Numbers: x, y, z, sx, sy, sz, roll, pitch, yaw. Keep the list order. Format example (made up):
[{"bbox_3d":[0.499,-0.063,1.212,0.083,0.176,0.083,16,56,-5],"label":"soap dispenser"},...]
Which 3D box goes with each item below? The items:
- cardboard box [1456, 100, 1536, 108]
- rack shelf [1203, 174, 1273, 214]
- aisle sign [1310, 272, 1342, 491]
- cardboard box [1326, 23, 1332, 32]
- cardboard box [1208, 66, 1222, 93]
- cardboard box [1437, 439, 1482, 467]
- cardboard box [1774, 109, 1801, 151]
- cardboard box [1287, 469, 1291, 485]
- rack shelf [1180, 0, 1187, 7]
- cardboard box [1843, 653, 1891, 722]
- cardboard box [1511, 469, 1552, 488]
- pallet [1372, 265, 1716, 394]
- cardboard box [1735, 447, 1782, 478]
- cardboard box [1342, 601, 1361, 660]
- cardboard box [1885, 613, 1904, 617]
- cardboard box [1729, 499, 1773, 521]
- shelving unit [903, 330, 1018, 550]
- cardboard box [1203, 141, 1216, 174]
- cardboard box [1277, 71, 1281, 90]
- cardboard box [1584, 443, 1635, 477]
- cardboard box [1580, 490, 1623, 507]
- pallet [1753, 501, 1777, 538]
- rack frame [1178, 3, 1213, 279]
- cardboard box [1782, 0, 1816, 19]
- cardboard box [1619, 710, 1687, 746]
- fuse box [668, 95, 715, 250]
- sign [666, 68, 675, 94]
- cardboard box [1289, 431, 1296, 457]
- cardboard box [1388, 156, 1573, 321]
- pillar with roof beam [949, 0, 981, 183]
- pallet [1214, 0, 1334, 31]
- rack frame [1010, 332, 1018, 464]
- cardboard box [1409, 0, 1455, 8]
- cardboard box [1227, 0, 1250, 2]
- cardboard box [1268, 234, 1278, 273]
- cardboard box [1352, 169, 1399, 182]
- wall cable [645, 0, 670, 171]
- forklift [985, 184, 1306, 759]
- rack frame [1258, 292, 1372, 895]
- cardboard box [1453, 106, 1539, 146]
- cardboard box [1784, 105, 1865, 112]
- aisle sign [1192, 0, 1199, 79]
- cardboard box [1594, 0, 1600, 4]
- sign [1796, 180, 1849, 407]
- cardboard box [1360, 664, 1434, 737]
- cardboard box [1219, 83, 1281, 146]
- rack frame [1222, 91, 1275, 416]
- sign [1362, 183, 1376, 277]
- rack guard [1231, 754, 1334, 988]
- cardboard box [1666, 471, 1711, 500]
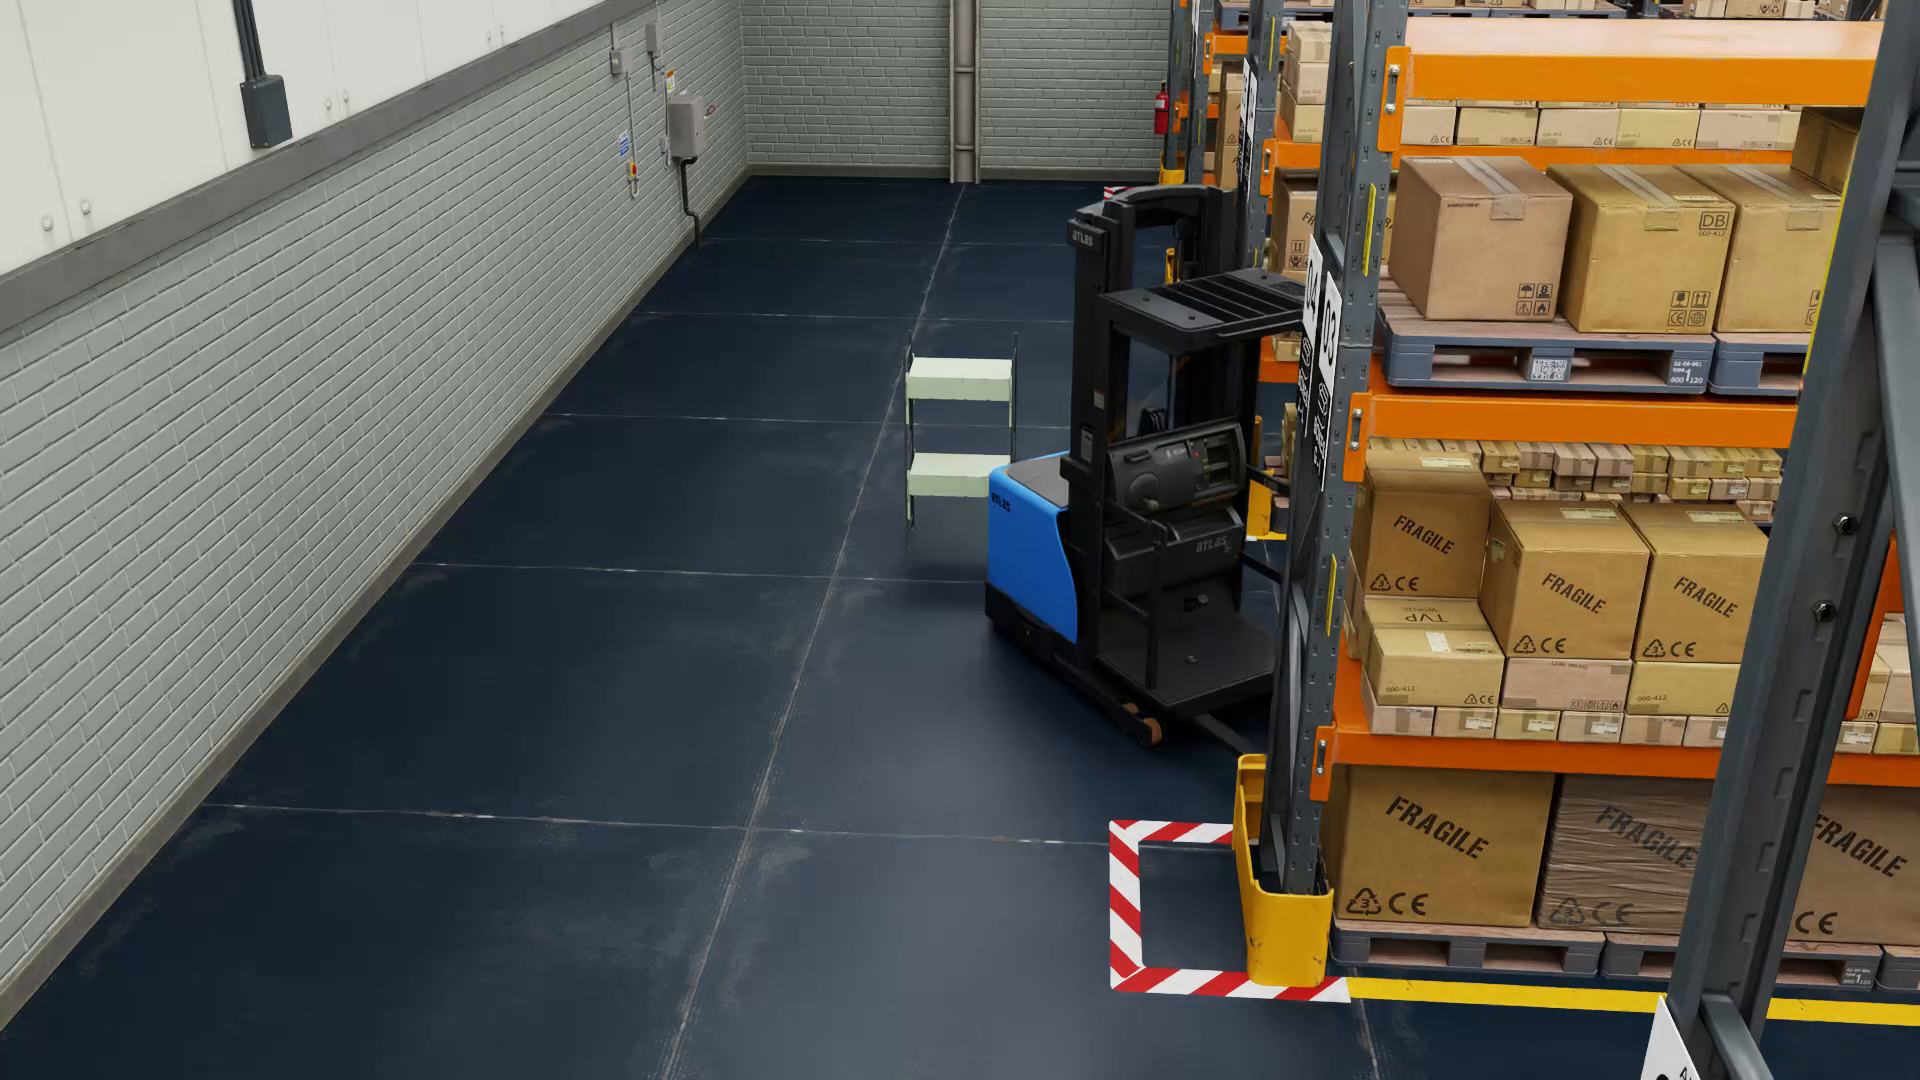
[{"bbox_3d":[3.476,-3.003,10.892,0.500,0.250,0.500,2,25,5],"label":"cardboard box"},{"bbox_3d":[4.307,-3.317,16.441,4.000,0.370,1.077,2,25,4],"label":"rack shelf"},{"bbox_3d":[1.459,-0.635,6.644,0.004,0.787,0.394,2,25,4],"label":"aisle sign"},{"bbox_3d":[2.629,-3.416,11.312,0.250,0.149,0.380,2,25,5],"label":"cardboard box"},{"bbox_3d":[3.121,-5.716,20.620,0.500,0.250,0.500,2,25,4],"label":"cardboard box"},{"bbox_3d":[3.586,-0.642,11.965,0.250,0.149,0.380,3,25,6],"label":"cardboard box"},{"bbox_3d":[5.513,-2.711,10.855,0.500,0.250,0.500,2,25,5],"label":"cardboard box"},{"bbox_3d":[2.533,-0.387,12.121,0.250,0.149,0.380,2,25,5],"label":"cardboard box"},{"bbox_3d":[4.683,-6.748,20.310,4.000,0.370,1.077,2,25,4],"label":"rack shelf"},{"bbox_3d":[3.552,0.530,7.045,0.500,0.250,0.500,1,25,3],"label":"cardboard box"},{"bbox_3d":[4.119,-0.518,12.052,0.250,0.149,0.380,3,25,6],"label":"cardboard box"},{"bbox_3d":[2.295,-0.880,6.803,1.213,0.211,1.003,2,25,4],"label":"pallet"},{"bbox_3d":[5.648,-0.582,11.834,0.250,0.149,0.380,3,25,5],"label":"cardboard box"},{"bbox_3d":[1.934,0.411,7.780,0.250,0.149,0.380,2,25,5],"label":"cardboard box"},{"bbox_3d":[4.082,0.328,7.485,0.500,0.250,0.500,2,25,5],"label":"cardboard box"},{"bbox_3d":[5.606,-0.279,11.888,0.250,0.149,0.380,2,25,5],"label":"cardboard box"},{"bbox_3d":[0.007,-0.681,11.647,0.755,1.500,0.431,2,25,4],"label":"shelving unit"},{"bbox_3d":[3.292,-4.774,21.232,0.637,0.503,0.797,1,25,2],"label":"cardboard box"},{"bbox_3d":[2.912,-4.396,15.835,0.250,0.149,0.380,2,25,5],"label":"cardboard box"},{"bbox_3d":[4.612,-0.589,11.850,0.250,0.149,0.380,1,25,1],"label":"cardboard box"},{"bbox_3d":[4.574,-0.312,11.960,0.250,0.149,0.380,2,25,4],"label":"cardboard box"},{"bbox_3d":[5.351,-0.253,12.259,1.213,0.211,1.003,2,25,4],"label":"pallet"},{"bbox_3d":[2.313,-3.707,16.430,0.127,3.000,1.000,2,25,4],"label":"rack frame"},{"bbox_3d":[7.536,-4.840,15.081,0.250,0.166,0.380,0,25,0],"label":"cardboard box"},{"bbox_3d":[2.908,0.718,7.113,0.250,0.149,0.380,1,25,3],"label":"cardboard box"},{"bbox_3d":[-3.005,-4.164,18.963,0.414,1.711,0.539,2,25,4],"label":"fuse box"},{"bbox_3d":[-3.216,-5.108,18.485,0.001,0.242,0.339,2,25,4],"label":"sign"},{"bbox_3d":[2.531,-0.649,11.979,0.250,0.149,0.380,1,25,2],"label":"cardboard box"},{"bbox_3d":[2.077,-1.227,6.710,0.500,0.500,0.700,0,25,1],"label":"cardboard box"},{"bbox_3d":[-0.260,-7.169,16.777,0.400,9.000,9.100,2,25,4],"label":"pillar with roof beam"},{"bbox_3d":[3.053,-5.010,15.779,1.213,0.211,1.003,2,25,4],"label":"pallet"},{"bbox_3d":[0.372,-0.669,11.622,0.023,1.500,0.400,2,25,4],"label":"rack frame"},{"bbox_3d":[4.311,-5.225,15.397,0.500,0.500,0.500,2,25,5],"label":"cardboard box"},{"bbox_3d":[2.768,-5.261,15.776,0.500,0.250,0.500,0,25,-1],"label":"cardboard box"},{"bbox_3d":[2.502,-1.914,12.058,0.500,0.500,0.500,2,25,5],"label":"cardboard box"},{"bbox_3d":[3.015,-2.349,11.805,0.500,0.500,0.500,1,25,2],"label":"cardboard box"},{"bbox_3d":[-3.214,-4.931,17.874,0.122,1.984,0.588,2,25,4],"label":"wall cable"},{"bbox_3d":[1.353,-0.380,9.281,1.130,2.935,3.031,-14,28,-28],"label":"forklift"},{"bbox_3d":[1.554,0.423,7.454,0.127,3.000,1.000,2,25,4],"label":"rack frame"},{"bbox_3d":[3.502,-2.785,11.016,0.500,0.250,0.500,1,25,2],"label":"cardboard box"},{"bbox_3d":[5.543,-2.943,10.763,0.500,0.250,0.500,1,25,1],"label":"cardboard box"},{"bbox_3d":[2.219,-4.770,15.629,0.004,0.787,0.394,2,25,4],"label":"aisle sign"},{"bbox_3d":[5.731,-5.330,15.626,0.500,0.500,0.500,2,25,5],"label":"cardboard box"},{"bbox_3d":[1.201,-0.321,2.280,0.005,0.325,0.100,2,25,4],"label":"sign"},{"bbox_3d":[1.883,0.686,7.183,0.250,0.149,0.380,2,25,5],"label":"cardboard box"},{"bbox_3d":[2.770,-4.073,15.909,0.500,0.500,0.500,1,25,3],"label":"cardboard box"},{"bbox_3d":[2.035,-1.641,11.939,0.127,3.000,1.000,2,25,4],"label":"rack frame"},{"bbox_3d":[1.506,-1.142,6.125,0.005,0.325,0.100,2,25,4],"label":"sign"},{"bbox_3d":[1.530,1.558,7.978,0.348,0.500,1.175,2,25,4],"label":"rack guard"},{"bbox_3d":[5.145,-0.426,11.851,0.250,0.149,0.380,1,25,2],"label":"cardboard box"}]
